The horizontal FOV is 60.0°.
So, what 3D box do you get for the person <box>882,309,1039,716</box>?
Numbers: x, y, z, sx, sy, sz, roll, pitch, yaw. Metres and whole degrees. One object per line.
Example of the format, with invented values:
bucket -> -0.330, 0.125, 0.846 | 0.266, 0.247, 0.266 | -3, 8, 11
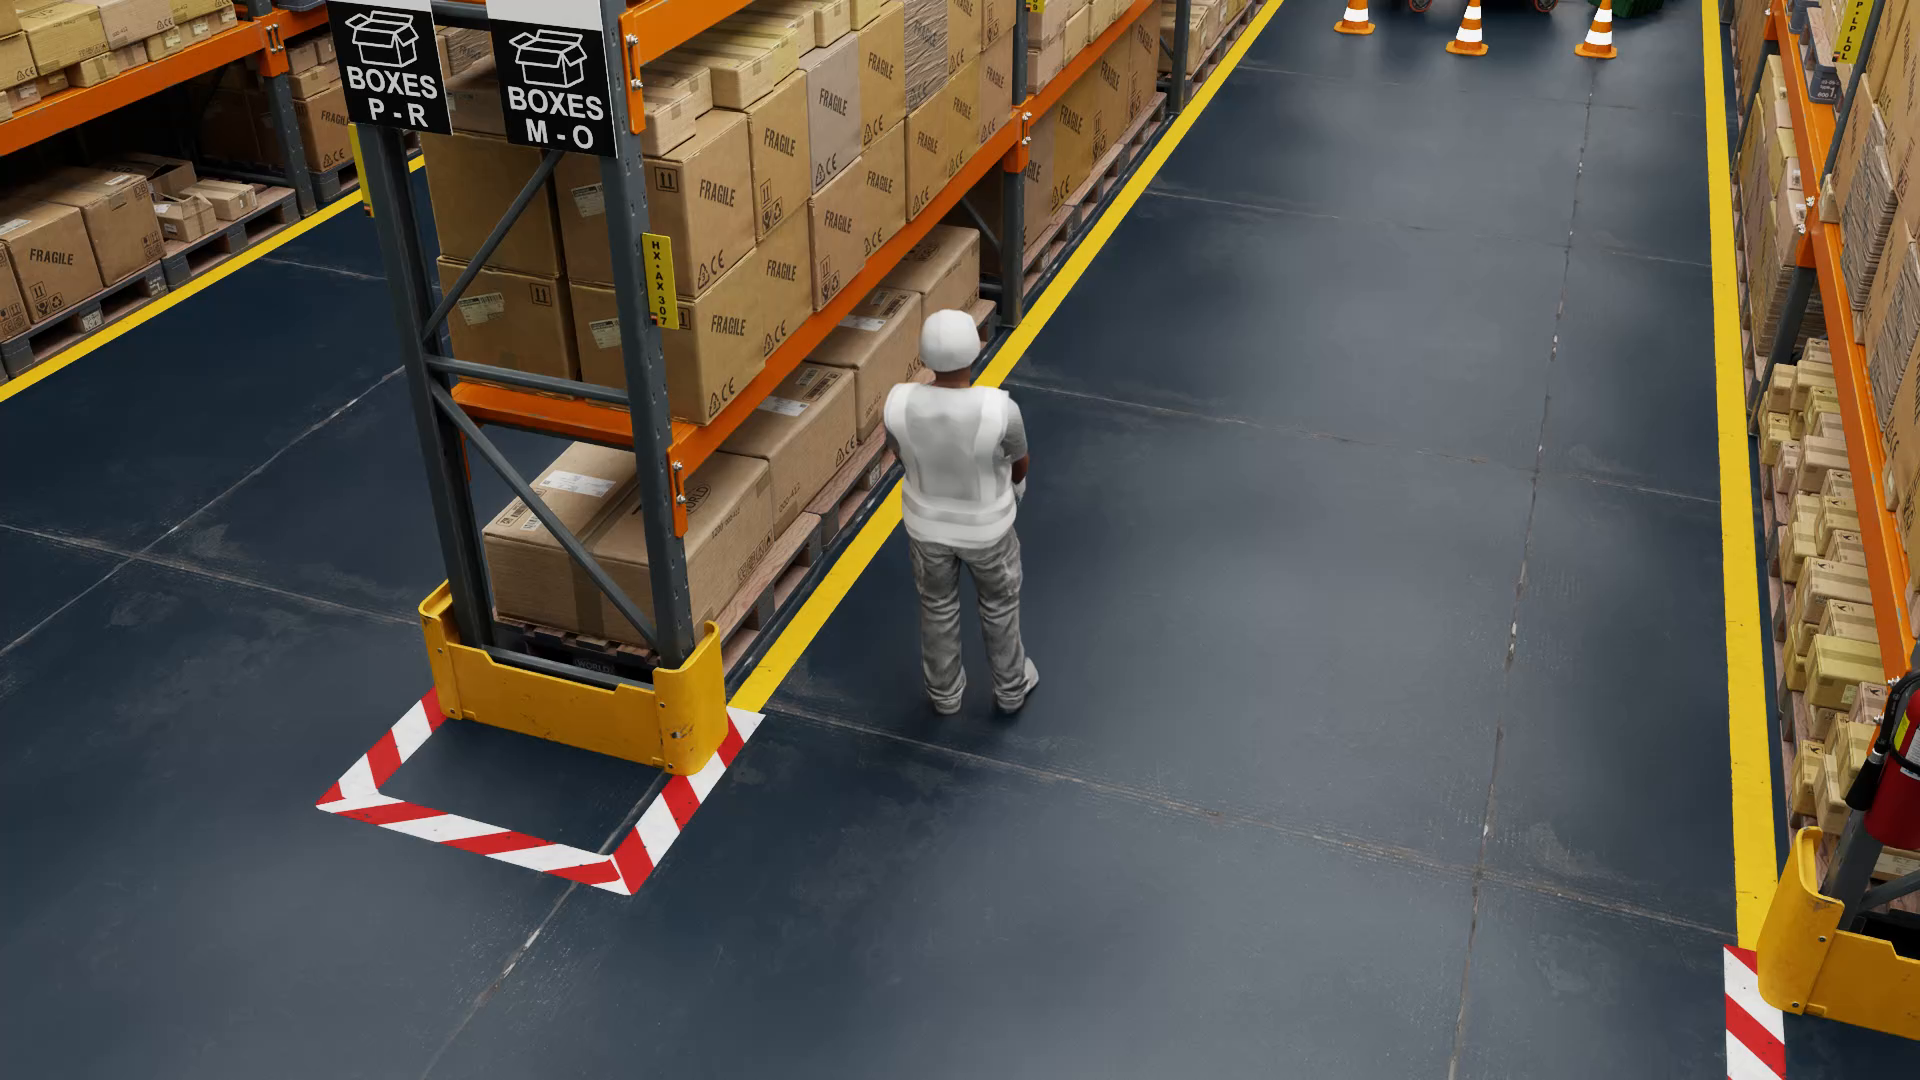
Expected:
person -> 0.017, -0.100, 6.271 | 0.554, 1.783, 0.532 | 7, 34, 10
